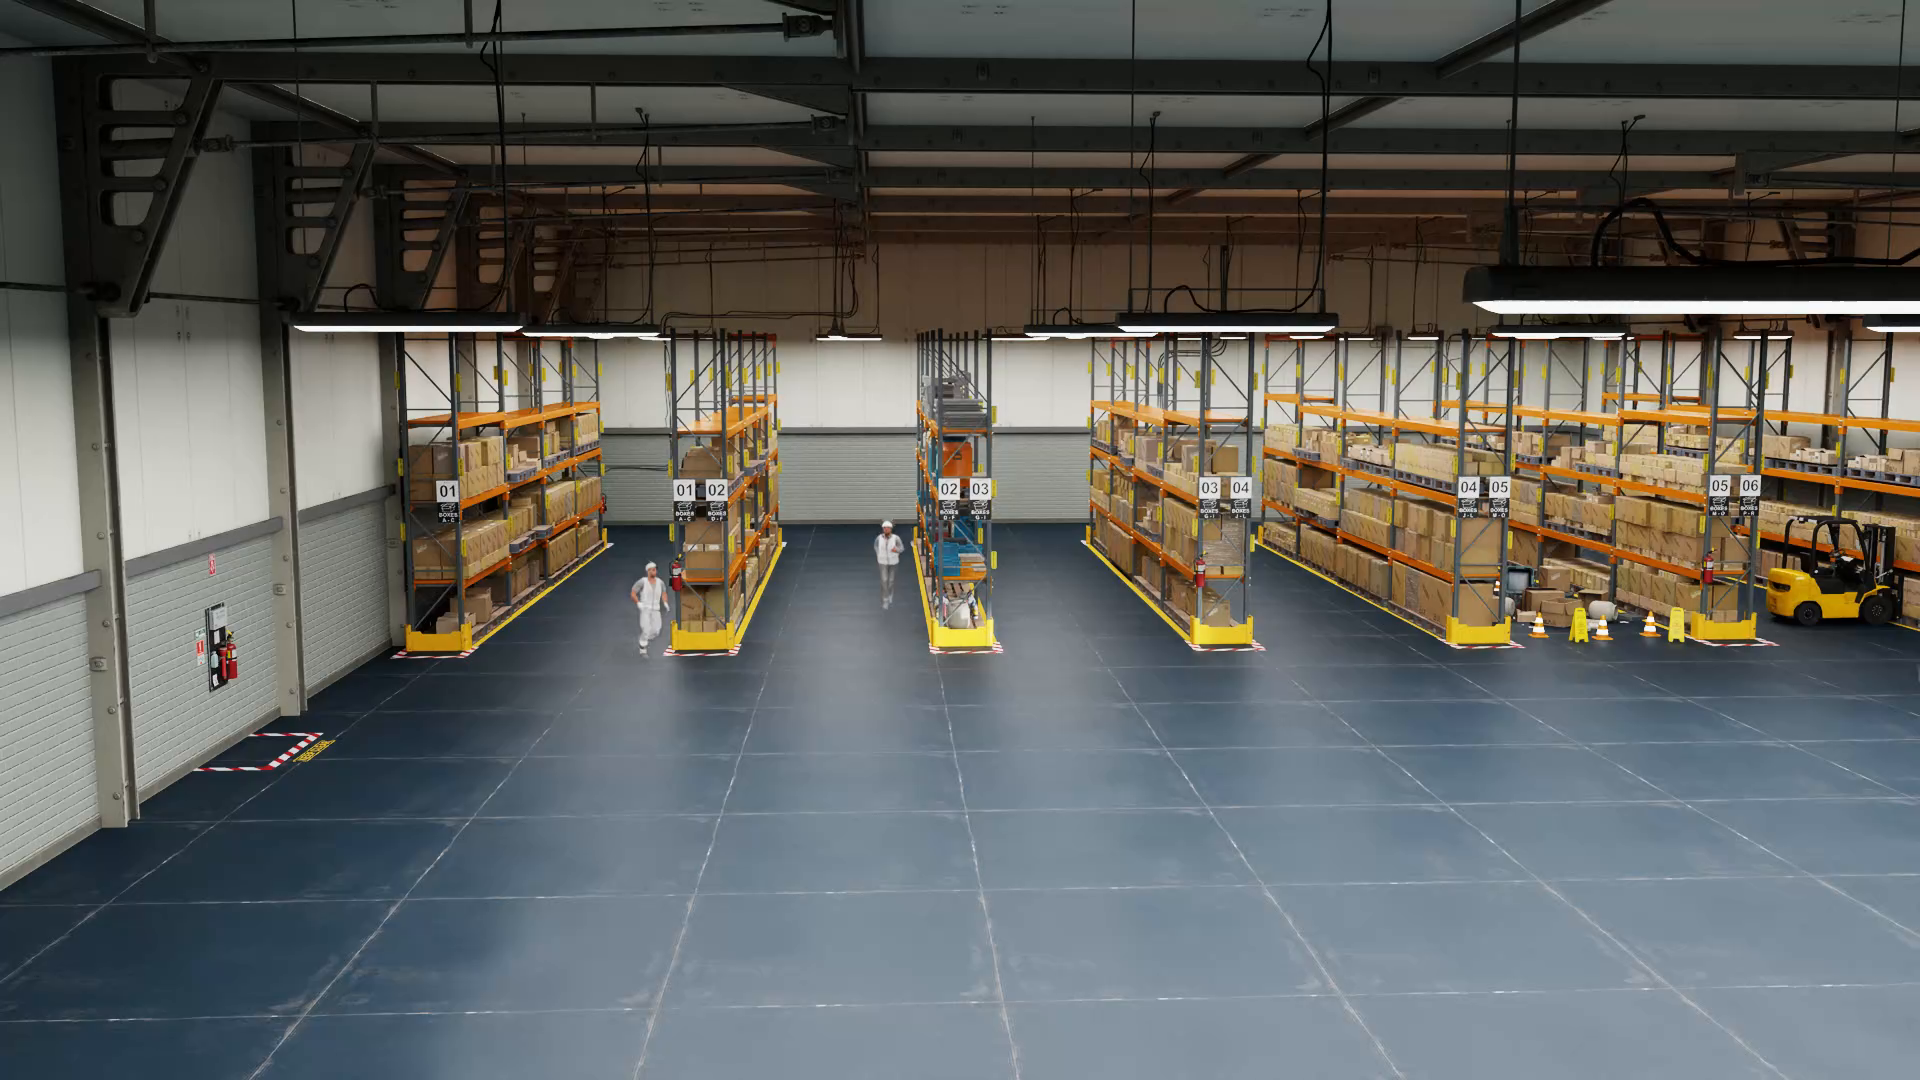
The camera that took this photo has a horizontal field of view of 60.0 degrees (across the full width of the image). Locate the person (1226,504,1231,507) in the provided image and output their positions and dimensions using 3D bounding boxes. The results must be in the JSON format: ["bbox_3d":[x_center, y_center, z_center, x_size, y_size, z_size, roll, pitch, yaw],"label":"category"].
[{"bbox_3d":[7.419,-0.644,47.255,0.614,1.661,0.854,2,7,18],"label":"person"}]

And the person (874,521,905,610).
[{"bbox_3d":[-1.472,0.504,34.693,0.638,1.812,0.841,0,7,-3],"label":"person"}]

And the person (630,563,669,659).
[{"bbox_3d":[-5.662,1.285,30.426,0.729,1.734,0.541,-5,8,-36],"label":"person"}]
